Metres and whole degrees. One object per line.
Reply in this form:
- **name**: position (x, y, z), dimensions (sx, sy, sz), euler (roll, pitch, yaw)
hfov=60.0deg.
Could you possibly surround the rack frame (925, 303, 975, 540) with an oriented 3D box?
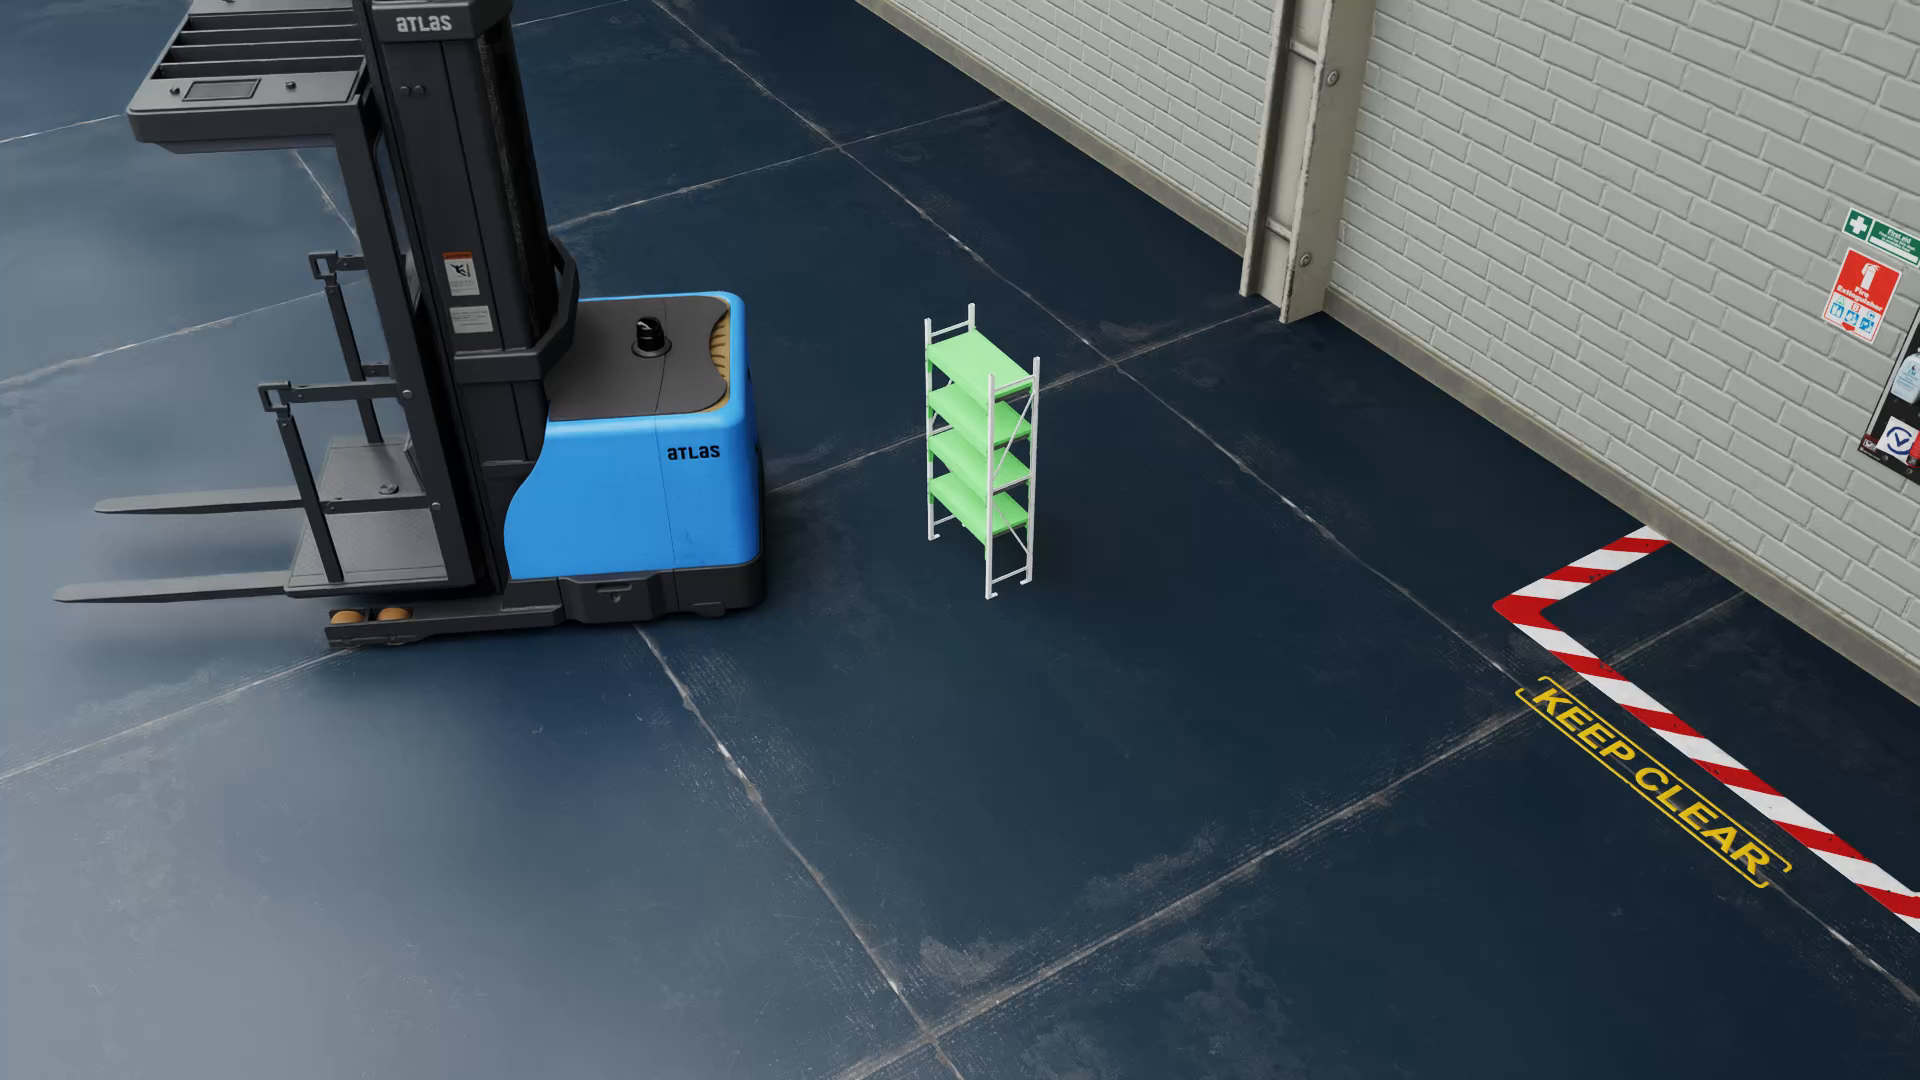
- **rack frame**: position (-0.042, -0.503, 7.417), dimensions (0.240, 1.200, 0.015), euler (-22, 45, -24)

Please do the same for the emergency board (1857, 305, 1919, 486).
- **emergency board**: position (3.747, -0.611, 6.140), dimensions (0.194, 1.169, 0.643), euler (-22, 45, -24)

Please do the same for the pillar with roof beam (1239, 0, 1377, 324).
- **pillar with roof beam**: position (-1.813, -3.326, 4.712), dimensions (9.100, 9.000, 0.400), euler (-22, 45, -24)

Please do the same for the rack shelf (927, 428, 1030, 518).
- **rack shelf**: position (0.089, -0.323, 7.300), dimensions (0.258, 0.148, 0.480), euler (-22, 45, -24)

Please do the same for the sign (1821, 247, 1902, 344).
- **sign**: position (3.536, -0.959, 6.530), dimensions (0.001, 0.329, 0.234), euler (-22, 45, -24)

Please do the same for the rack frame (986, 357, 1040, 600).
- **rack frame**: position (0.220, -0.240, 7.101), dimensions (0.240, 1.200, 0.015), euler (-22, 45, -24)

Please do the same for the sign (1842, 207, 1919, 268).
- **sign**: position (3.531, -1.157, 6.353), dimensions (0.001, 0.109, 0.331), euler (-22, 45, -24)

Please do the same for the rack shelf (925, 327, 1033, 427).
- **rack shelf**: position (0.089, -0.691, 6.992), dimensions (0.258, 0.148, 0.480), euler (-22, 45, -24)

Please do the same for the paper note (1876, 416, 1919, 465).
- **paper note**: position (3.710, -0.392, 6.566), dimensions (0.016, 0.148, 0.142), euler (-22, 45, -24)

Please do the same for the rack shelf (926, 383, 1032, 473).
- **rack shelf**: position (0.089, -0.507, 7.146), dimensions (0.258, 0.148, 0.480), euler (-22, 45, -24)

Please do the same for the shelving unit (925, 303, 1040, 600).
- **shelving unit**: position (0.089, -0.372, 7.259), dimensions (0.258, 1.200, 0.503), euler (-22, 45, -24)

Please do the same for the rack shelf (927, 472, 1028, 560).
- **rack shelf**: position (0.089, -0.138, 7.453), dimensions (0.258, 0.148, 0.480), euler (-22, 45, -24)

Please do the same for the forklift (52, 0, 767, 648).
- **forklift**: position (-2.408, -1.015, 6.678), dimensions (3.031, 2.935, 1.130), euler (-4, 40, -5)
